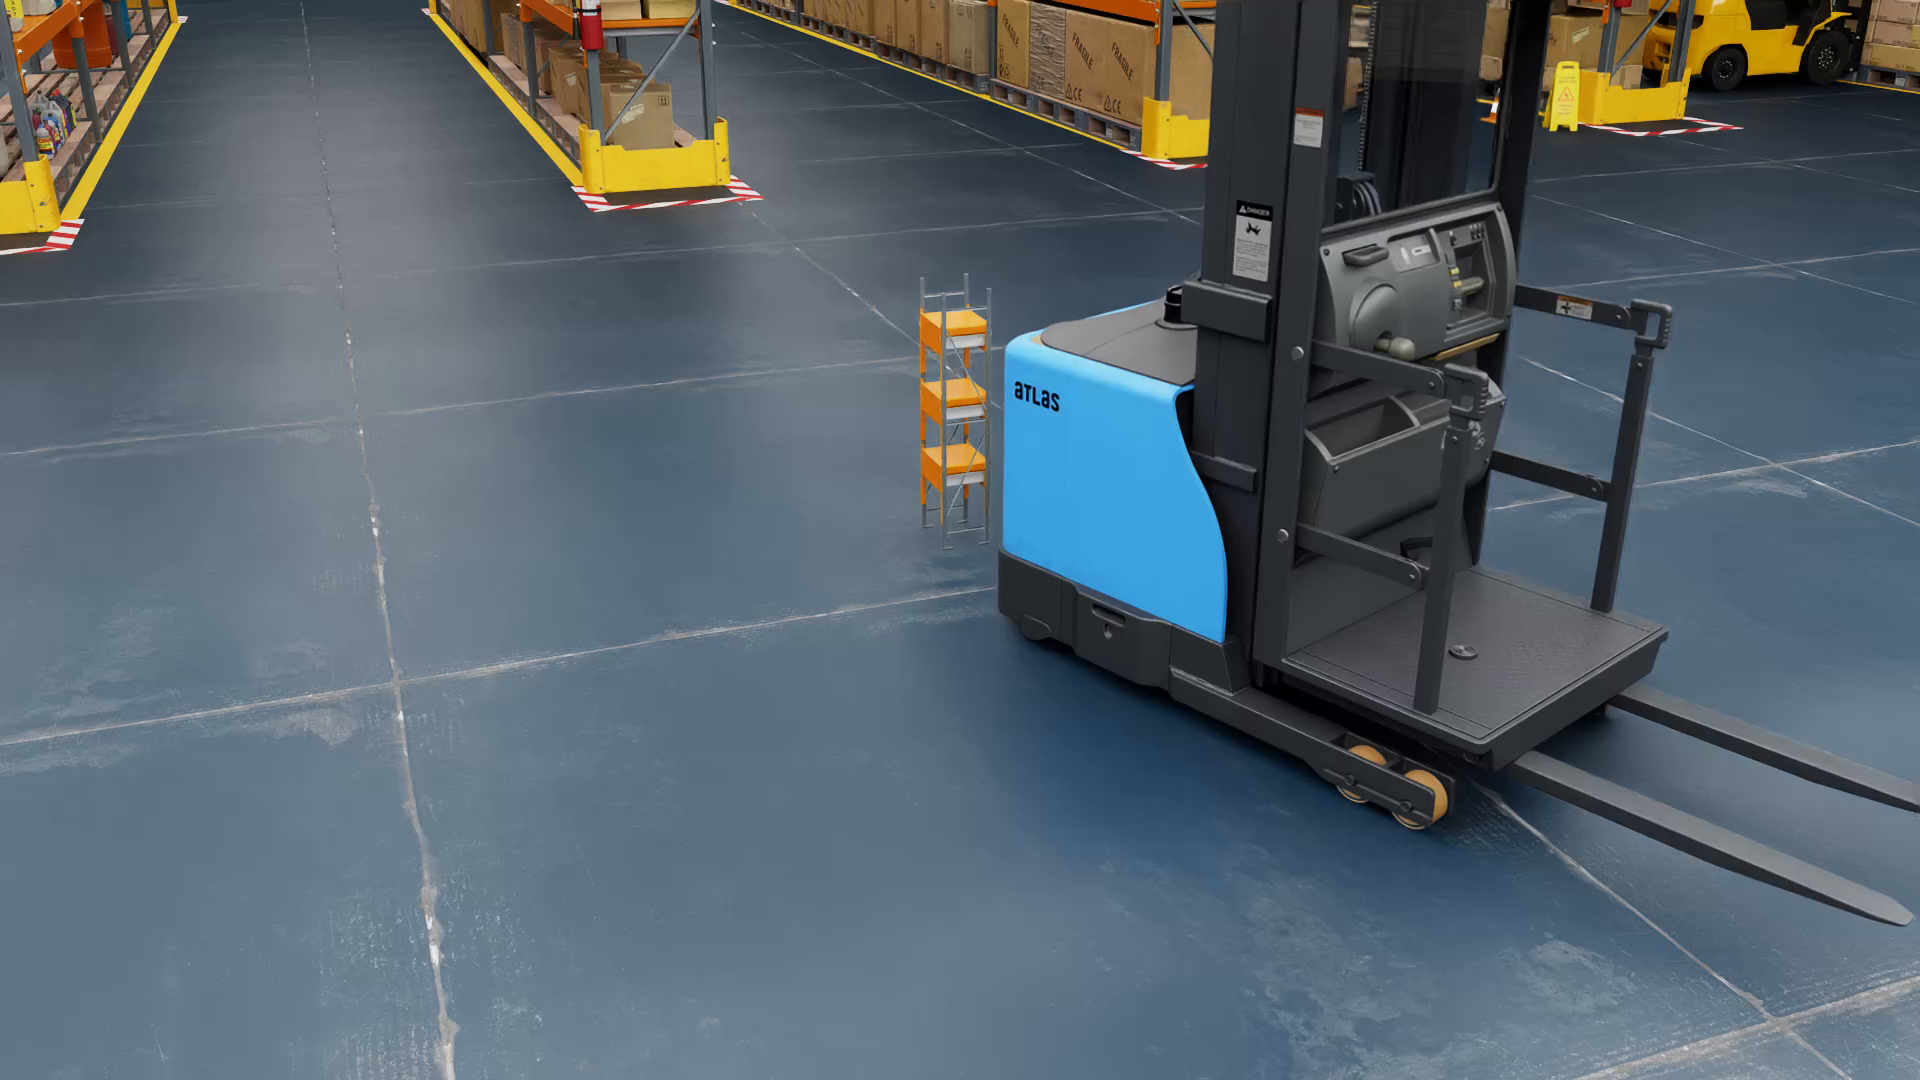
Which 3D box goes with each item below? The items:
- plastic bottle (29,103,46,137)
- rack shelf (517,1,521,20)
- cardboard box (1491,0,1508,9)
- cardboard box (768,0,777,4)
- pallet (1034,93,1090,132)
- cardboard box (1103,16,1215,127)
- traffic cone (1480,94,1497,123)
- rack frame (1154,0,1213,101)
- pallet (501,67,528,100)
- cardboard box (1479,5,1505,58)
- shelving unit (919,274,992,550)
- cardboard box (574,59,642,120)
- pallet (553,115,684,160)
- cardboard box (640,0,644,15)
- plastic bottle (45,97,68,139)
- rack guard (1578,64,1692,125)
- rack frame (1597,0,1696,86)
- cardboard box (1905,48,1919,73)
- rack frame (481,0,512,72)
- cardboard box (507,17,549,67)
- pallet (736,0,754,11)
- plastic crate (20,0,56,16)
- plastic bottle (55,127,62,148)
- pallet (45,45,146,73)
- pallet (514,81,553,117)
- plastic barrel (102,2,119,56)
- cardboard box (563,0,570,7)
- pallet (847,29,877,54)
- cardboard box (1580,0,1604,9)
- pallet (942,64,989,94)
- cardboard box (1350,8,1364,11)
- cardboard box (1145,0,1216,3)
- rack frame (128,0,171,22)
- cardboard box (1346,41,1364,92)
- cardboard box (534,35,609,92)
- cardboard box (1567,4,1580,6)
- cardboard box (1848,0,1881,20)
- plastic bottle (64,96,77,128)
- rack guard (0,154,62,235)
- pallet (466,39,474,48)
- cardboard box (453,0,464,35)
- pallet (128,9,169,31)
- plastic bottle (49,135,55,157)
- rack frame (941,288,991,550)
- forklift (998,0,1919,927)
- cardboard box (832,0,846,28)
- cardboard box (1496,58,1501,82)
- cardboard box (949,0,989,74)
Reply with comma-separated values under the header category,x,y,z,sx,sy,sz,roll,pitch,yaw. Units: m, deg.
category,x,y,z,sx,sy,sz,roll,pitch,yaw
plastic bottle,-8.071,-3.695,14.594,0.152,0.276,0.135,-8,24,-19
rack shelf,-4.579,-6.115,18.323,1.077,0.370,4.000,-8,24,-19
cardboard box,5.915,-5.765,17.764,0.380,0.149,0.250,-7,24,-17
cardboard box,-2.845,-8.622,26.475,0.380,0.149,0.250,-8,24,-19
pallet,1.434,-4.348,16.794,1.003,0.211,1.213,-8,24,-19
cardboard box,1.915,-4.362,15.433,0.875,0.875,0.875,-8,24,-19
traffic cone,5.453,-4.437,16.681,0.336,0.463,0.334,-8,24,-19
rack frame,2.217,-4.911,14.539,1.000,3.000,0.127,-8,24,-19
pallet,-4.583,-5.162,18.725,1.003,0.211,1.213,-8,24,-19
cardboard box,5.926,-5.527,18.036,0.500,0.500,0.500,-9,24,-20
shelving unit,-0.019,-0.503,6.592,0.215,1.050,0.252,-8,24,-19
cardboard box,-3.266,-4.189,15.505,0.500,0.500,0.500,-11,25,-24
pallet,-3.167,-3.752,15.380,1.003,0.211,1.213,-8,24,-19
cardboard box,-2.407,-4.381,13.605,0.380,0.149,0.250,-8,24,-19
plastic bottle,-7.827,-3.641,14.371,0.144,0.351,0.185,-8,24,-19
rack guard,6.785,-4.502,16.788,1.175,0.500,0.348,-8,24,-19
rack frame,6.812,-5.626,16.237,1.000,3.000,0.127,-8,24,-19
cardboard box,10.993,-5.363,18.611,0.500,0.250,0.500,-8,24,-19
rack frame,-5.285,-7.174,19.908,1.000,3.000,0.127,-8,24,-19
cardboard box,-4.822,-5.784,19.263,0.700,0.500,0.500,-10,25,-23
pallet,-3.155,-9.111,28.096,1.003,0.211,1.213,-8,24,-19
plastic crate,-7.695,-4.364,13.581,0.530,0.136,0.437,-8,24,-19
plastic bottle,-7.633,-3.399,13.988,0.097,0.201,0.097,0,23,0
pallet,-10.664,-5.932,20.553,1.003,0.211,1.213,-8,24,-19
pallet,-4.149,-4.718,17.672,1.003,0.211,1.213,-8,24,-19
plastic barrel,-10.507,-6.162,20.072,0.600,0.588,0.708,-8,24,-19
cardboard box,-3.210,-4.678,14.311,0.380,0.149,0.250,-8,24,-19
pallet,-0.884,-6.816,22.651,1.003,0.211,1.213,-8,24,-19
cardboard box,9.312,-7.605,23.449,0.875,0.625,0.625,-9,25,-21
pallet,0.461,-5.349,19.169,1.003,0.211,1.213,-8,24,-19
cardboard box,4.707,-6.766,21.783,0.950,0.372,0.625,-8,24,-17
cardboard box,2.043,-5.108,14.815,0.875,0.550,0.550,-8,24,-19
rack frame,-12.745,-9.401,25.192,1.000,3.000,0.127,-8,24,-19
cardboard box,4.504,-5.353,18.804,0.500,0.500,0.500,8,24,18
cardboard box,-4.069,-4.997,17.396,0.700,0.500,0.500,-10,25,-23
cardboard box,6.418,-5.611,18.234,0.500,0.500,0.500,-8,24,-18
cardboard box,10.626,-6.187,19.280,0.500,0.250,0.500,-8,24,-18
plastic bottle,-8.027,-3.862,14.982,0.061,0.283,0.133,-7,24,-16
rack guard,-7.164,-2.456,11.934,1.175,0.500,0.348,-8,24,-19
pallet,-6.355,-7.072,23.257,1.003,0.211,1.213,-8,24,-19
cardboard box,-6.137,-7.287,22.372,1.225,0.875,0.875,-9,25,-21
pallet,-12.490,-7.811,25.010,1.003,0.211,1.213,-8,24,-19
plastic bottle,-7.478,-3.240,13.610,0.097,0.201,0.097,0,23,0
rack frame,0.024,-0.459,6.487,0.200,1.050,0.008,-8,24,-19
forklift,1.497,-0.744,4.741,1.130,2.935,3.031,-19,30,-38
cardboard box,-1.468,-7.441,23.221,0.500,0.500,0.500,-9,25,-21
cardboard box,6.099,-4.999,17.748,0.500,0.250,0.500,-8,24,-19
cardboard box,0.500,-5.734,18.848,1.050,0.750,0.750,-8,24,-19
